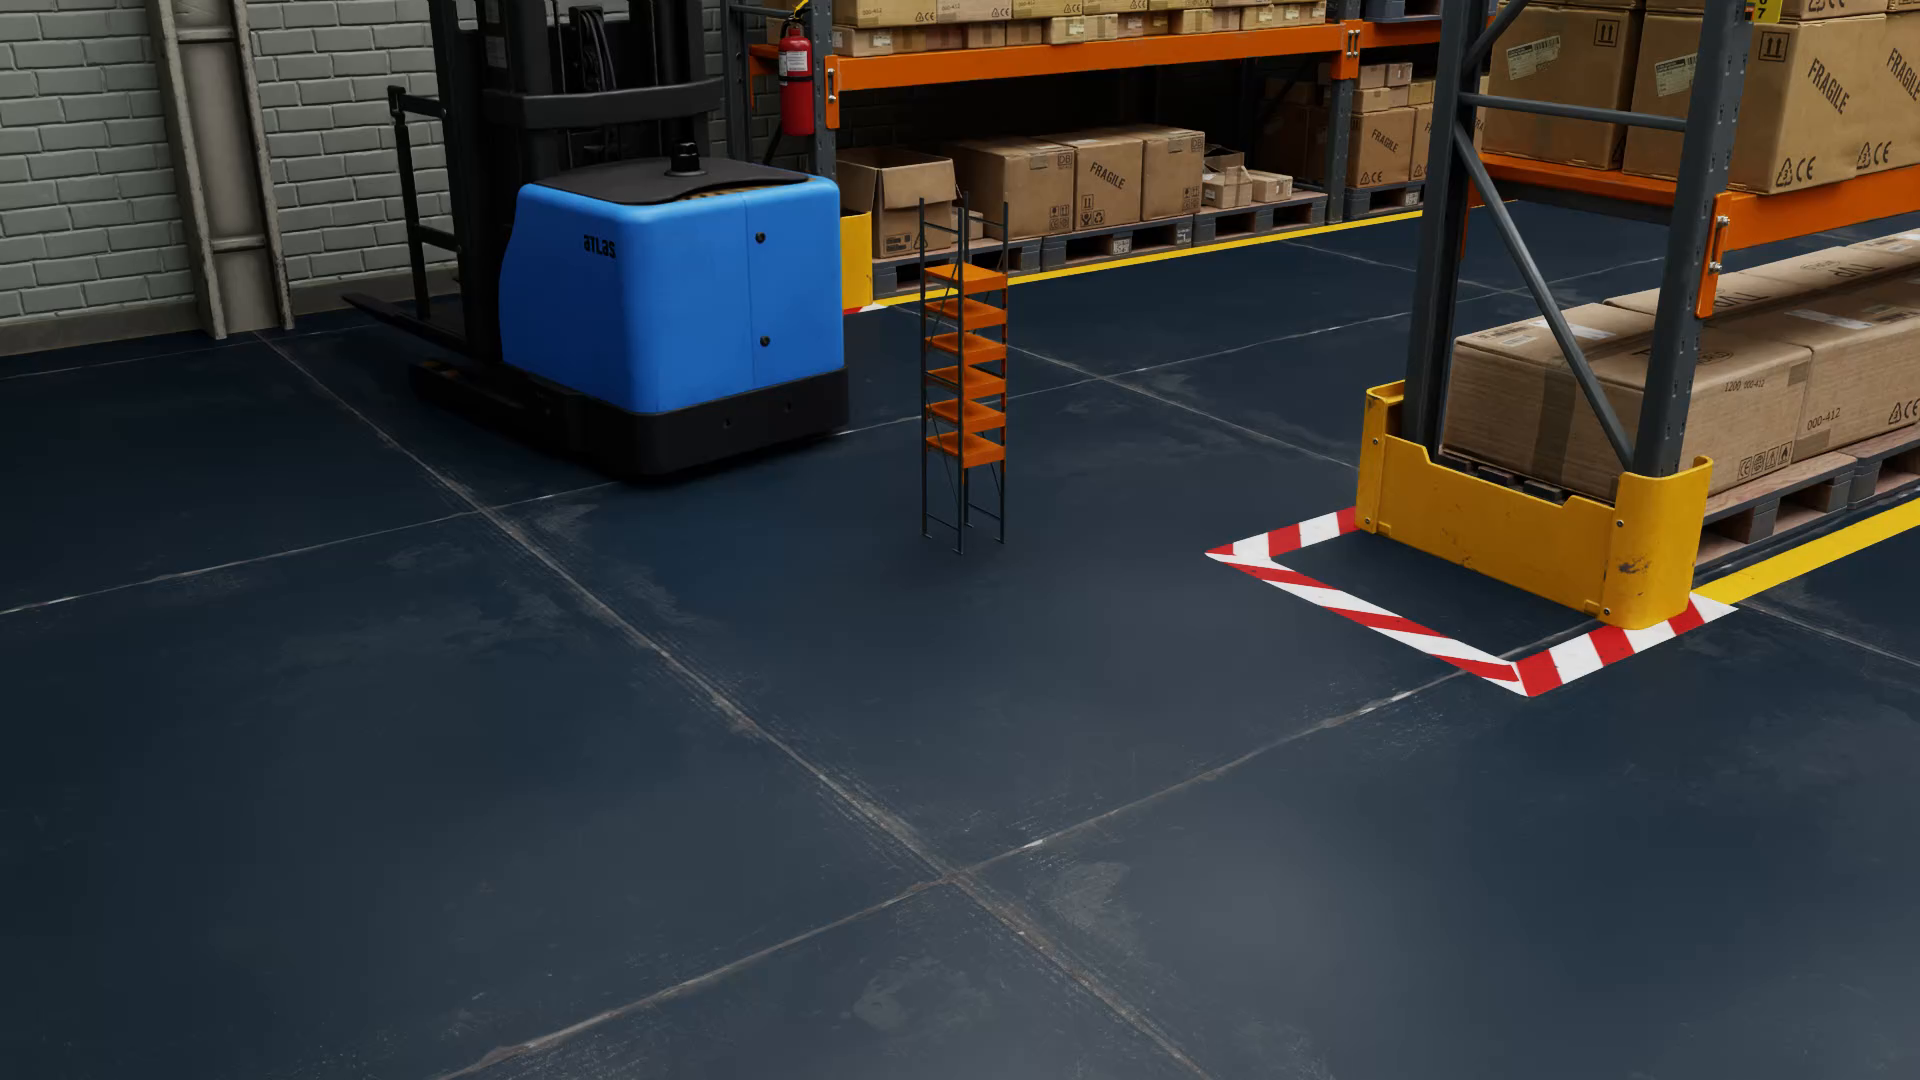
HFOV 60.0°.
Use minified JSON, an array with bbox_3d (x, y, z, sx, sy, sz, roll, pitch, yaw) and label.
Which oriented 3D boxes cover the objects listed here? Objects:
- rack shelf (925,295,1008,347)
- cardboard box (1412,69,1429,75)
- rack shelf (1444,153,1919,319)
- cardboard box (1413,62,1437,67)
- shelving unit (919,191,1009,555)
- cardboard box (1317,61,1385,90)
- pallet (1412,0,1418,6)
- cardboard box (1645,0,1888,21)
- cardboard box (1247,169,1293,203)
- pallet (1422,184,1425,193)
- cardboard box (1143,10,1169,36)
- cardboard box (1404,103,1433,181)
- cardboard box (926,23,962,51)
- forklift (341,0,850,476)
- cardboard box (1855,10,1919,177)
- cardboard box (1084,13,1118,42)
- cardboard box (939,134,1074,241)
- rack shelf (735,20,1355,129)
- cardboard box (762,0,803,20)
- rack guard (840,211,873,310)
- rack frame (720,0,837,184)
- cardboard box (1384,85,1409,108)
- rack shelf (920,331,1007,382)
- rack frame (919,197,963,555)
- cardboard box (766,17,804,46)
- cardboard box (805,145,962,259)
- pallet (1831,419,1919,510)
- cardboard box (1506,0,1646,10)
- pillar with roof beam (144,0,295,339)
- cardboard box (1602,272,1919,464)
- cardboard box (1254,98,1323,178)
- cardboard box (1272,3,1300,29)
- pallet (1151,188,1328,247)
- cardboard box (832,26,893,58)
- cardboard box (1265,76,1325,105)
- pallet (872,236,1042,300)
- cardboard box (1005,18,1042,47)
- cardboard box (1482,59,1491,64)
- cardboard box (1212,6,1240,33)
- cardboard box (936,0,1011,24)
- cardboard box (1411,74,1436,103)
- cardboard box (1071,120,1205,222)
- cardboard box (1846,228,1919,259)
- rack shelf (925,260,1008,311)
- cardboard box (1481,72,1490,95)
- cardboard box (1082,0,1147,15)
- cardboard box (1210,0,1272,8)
[{"bbox_3d":[0.012,-0.742,5.609,0.180,0.103,0.258,-15,26,-33],"label":"rack shelf"},{"bbox_3d":[3.231,-3.400,12.301,0.250,0.149,0.380,-14,26,-31],"label":"cardboard box"},{"bbox_3d":[3.529,-1.418,6.374,4.000,0.370,1.077,-15,26,-33],"label":"rack shelf"},{"bbox_3d":[3.630,-3.518,12.597,0.250,0.149,0.380,-16,27,-35],"label":"cardboard box"},{"bbox_3d":[0.012,-0.560,5.682,0.189,1.200,0.258,-15,26,-33],"label":"shelving unit"},{"bbox_3d":[2.662,-3.167,11.316,0.250,0.149,0.380,-15,26,-34],"label":"cardboard box"},{"bbox_3d":[3.922,-4.032,12.213,1.213,0.211,1.003,-15,26,-33],"label":"pallet"},{"bbox_3d":[2.462,-1.849,4.998,0.500,0.500,0.500,-16,27,-34],"label":"cardboard box"},{"bbox_3d":[1.970,-2.340,10.993,0.250,0.149,0.380,-16,27,-34],"label":"cardboard box"},{"bbox_3d":[3.880,-2.836,12.718,1.213,0.211,1.003,-15,26,-33],"label":"pallet"},{"bbox_3d":[1.050,-3.155,10.095,0.250,0.149,0.380,-14,26,-32],"label":"cardboard box"},{"bbox_3d":[3.202,-2.867,11.841,0.500,0.500,0.500,-15,26,-34],"label":"cardboard box"},{"bbox_3d":[-0.196,-2.820,9.256,0.250,0.149,0.380,-15,26,-34],"label":"cardboard box"},{"bbox_3d":[-1.839,-2.066,7.119,1.130,2.935,3.031,-19,29,-40],"label":"forklift"},{"bbox_3d":[2.858,-1.501,5.477,0.500,0.500,0.500,-15,26,-34],"label":"cardboard box"},{"bbox_3d":[0.708,-3.011,9.734,0.250,0.149,0.380,-14,26,-32],"label":"cardboard box"},{"bbox_3d":[0.272,-2.123,9.977,0.500,0.500,0.700,-14,26,-31],"label":"cardboard box"},{"bbox_3d":[0.628,-2.911,10.115,4.000,0.370,1.077,-15,26,-33],"label":"rack shelf"},{"bbox_3d":[-0.778,-3.060,9.319,0.500,0.250,0.500,-14,26,-31],"label":"cardboard box"},{"bbox_3d":[-0.934,-1.668,9.401,0.348,0.500,1.175,-15,26,-33],"label":"rack guard"},{"bbox_3d":[-0.996,-2.812,8.896,0.127,3.000,1.000,-15,26,-33],"label":"rack frame"},{"bbox_3d":[2.877,-3.094,11.534,0.250,0.149,0.380,-16,27,-34],"label":"cardboard box"},{"bbox_3d":[0.012,-0.631,5.654,0.180,0.103,0.258,-15,26,-33],"label":"rack shelf"},{"bbox_3d":[-0.063,-0.541,5.632,0.006,1.200,0.240,-15,26,-33],"label":"rack frame"},{"bbox_3d":[-0.884,-2.848,9.325,0.250,0.149,0.380,-15,26,-33],"label":"cardboard box"},{"bbox_3d":[-0.444,-1.952,9.542,0.637,0.503,0.797,-16,27,-35],"label":"cardboard box"},{"bbox_3d":[3.499,-0.484,6.824,1.213,0.211,1.003,-15,26,-33],"label":"pallet"},{"bbox_3d":[2.158,-2.006,5.393,0.500,0.500,0.500,-14,26,-31],"label":"cardboard box"},{"bbox_3d":[-1.197,-3.991,3.756,0.400,9.000,9.100,-15,26,-33],"label":"pillar with roof beam"},{"bbox_3d":[3.121,-0.698,6.489,0.875,0.438,0.875,-14,26,-31],"label":"cardboard box"},{"bbox_3d":[2.477,-2.907,11.941,0.500,0.500,0.500,-15,26,-33],"label":"cardboard box"},{"bbox_3d":[1.941,-3.353,10.592,0.250,0.149,0.380,-14,26,-31],"label":"cardboard box"},{"bbox_3d":[1.693,-2.234,11.211,1.213,0.211,1.003,-15,26,-33],"label":"pallet"},{"bbox_3d":[-0.569,-2.684,8.914,0.250,0.149,0.380,-15,26,-33],"label":"cardboard box"},{"bbox_3d":[2.381,-3.180,11.748,0.250,0.149,0.380,-16,27,-35],"label":"cardboard box"},{"bbox_3d":[-0.288,-1.706,9.888,1.213,0.211,1.003,-15,26,-33],"label":"pallet"},{"bbox_3d":[0.257,-2.916,9.495,0.250,0.149,0.380,-14,26,-32],"label":"cardboard box"},{"bbox_3d":[4.048,-3.631,12.878,0.250,0.149,0.380,-16,27,-34],"label":"cardboard box"},{"bbox_3d":[1.515,-3.241,10.311,0.250,0.149,0.380,-14,26,-31],"label":"cardboard box"},{"bbox_3d":[-0.061,-3.007,9.186,0.500,0.250,0.500,-15,26,-32],"label":"cardboard box"},{"bbox_3d":[3.293,-3.216,11.841,0.250,0.149,0.380,-15,26,-34],"label":"cardboard box"},{"bbox_3d":[1.115,-2.348,10.540,0.500,0.500,0.700,-16,27,-35],"label":"cardboard box"},{"bbox_3d":[4.581,-1.087,7.463,0.875,0.438,0.875,-15,26,-34],"label":"cardboard box"},{"bbox_3d":[0.012,-0.853,5.565,0.180,0.103,0.258,-15,26,-33],"label":"rack shelf"},{"bbox_3d":[3.721,-3.312,12.081,0.250,0.149,0.380,-14,26,-31],"label":"cardboard box"},{"bbox_3d":[0.751,-3.235,9.757,0.500,0.250,0.500,-16,27,-34],"label":"cardboard box"},{"bbox_3d":[1.582,-3.450,10.296,0.500,0.250,0.500,-15,26,-33],"label":"cardboard box"}]
